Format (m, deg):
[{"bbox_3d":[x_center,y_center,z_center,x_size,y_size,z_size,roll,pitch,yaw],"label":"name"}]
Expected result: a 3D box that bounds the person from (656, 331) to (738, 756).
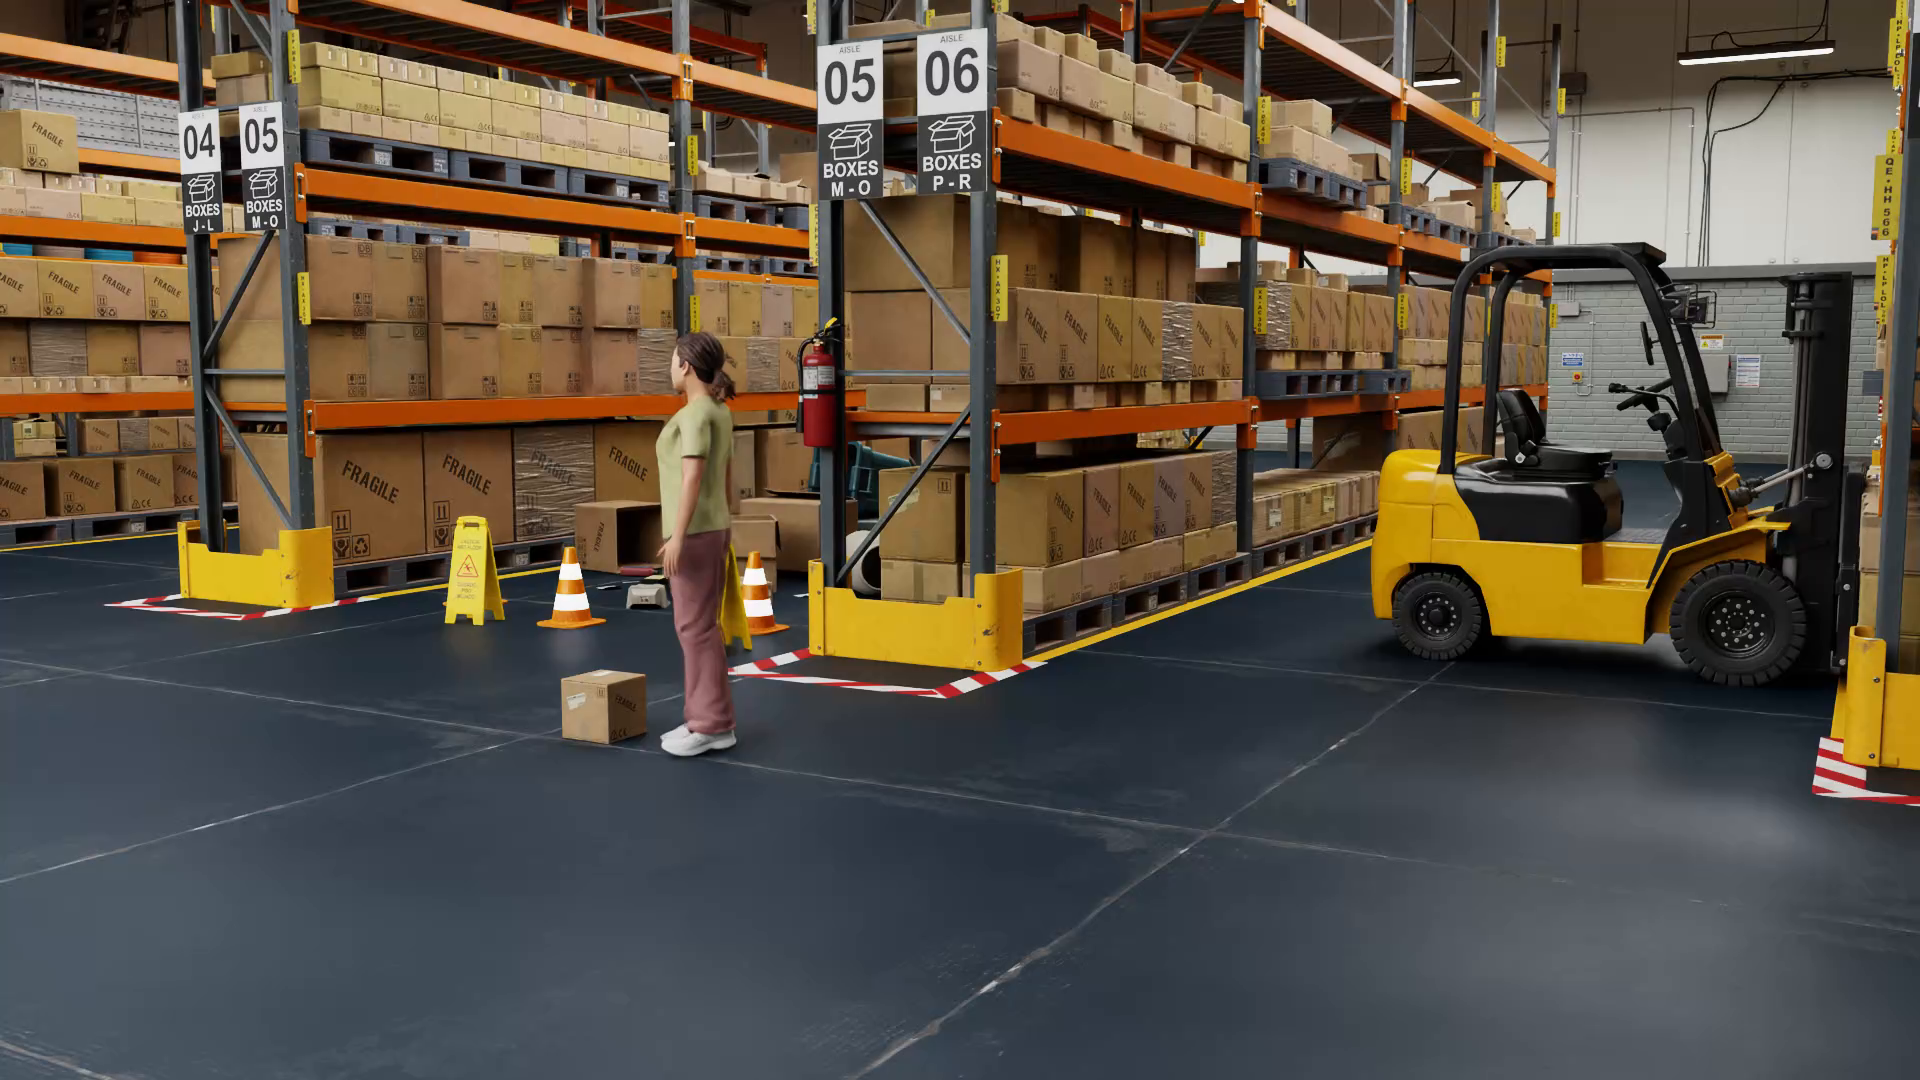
[{"bbox_3d":[-1.075,0.024,6.694,0.388,1.717,0.515,0,6,4],"label":"person"}]
